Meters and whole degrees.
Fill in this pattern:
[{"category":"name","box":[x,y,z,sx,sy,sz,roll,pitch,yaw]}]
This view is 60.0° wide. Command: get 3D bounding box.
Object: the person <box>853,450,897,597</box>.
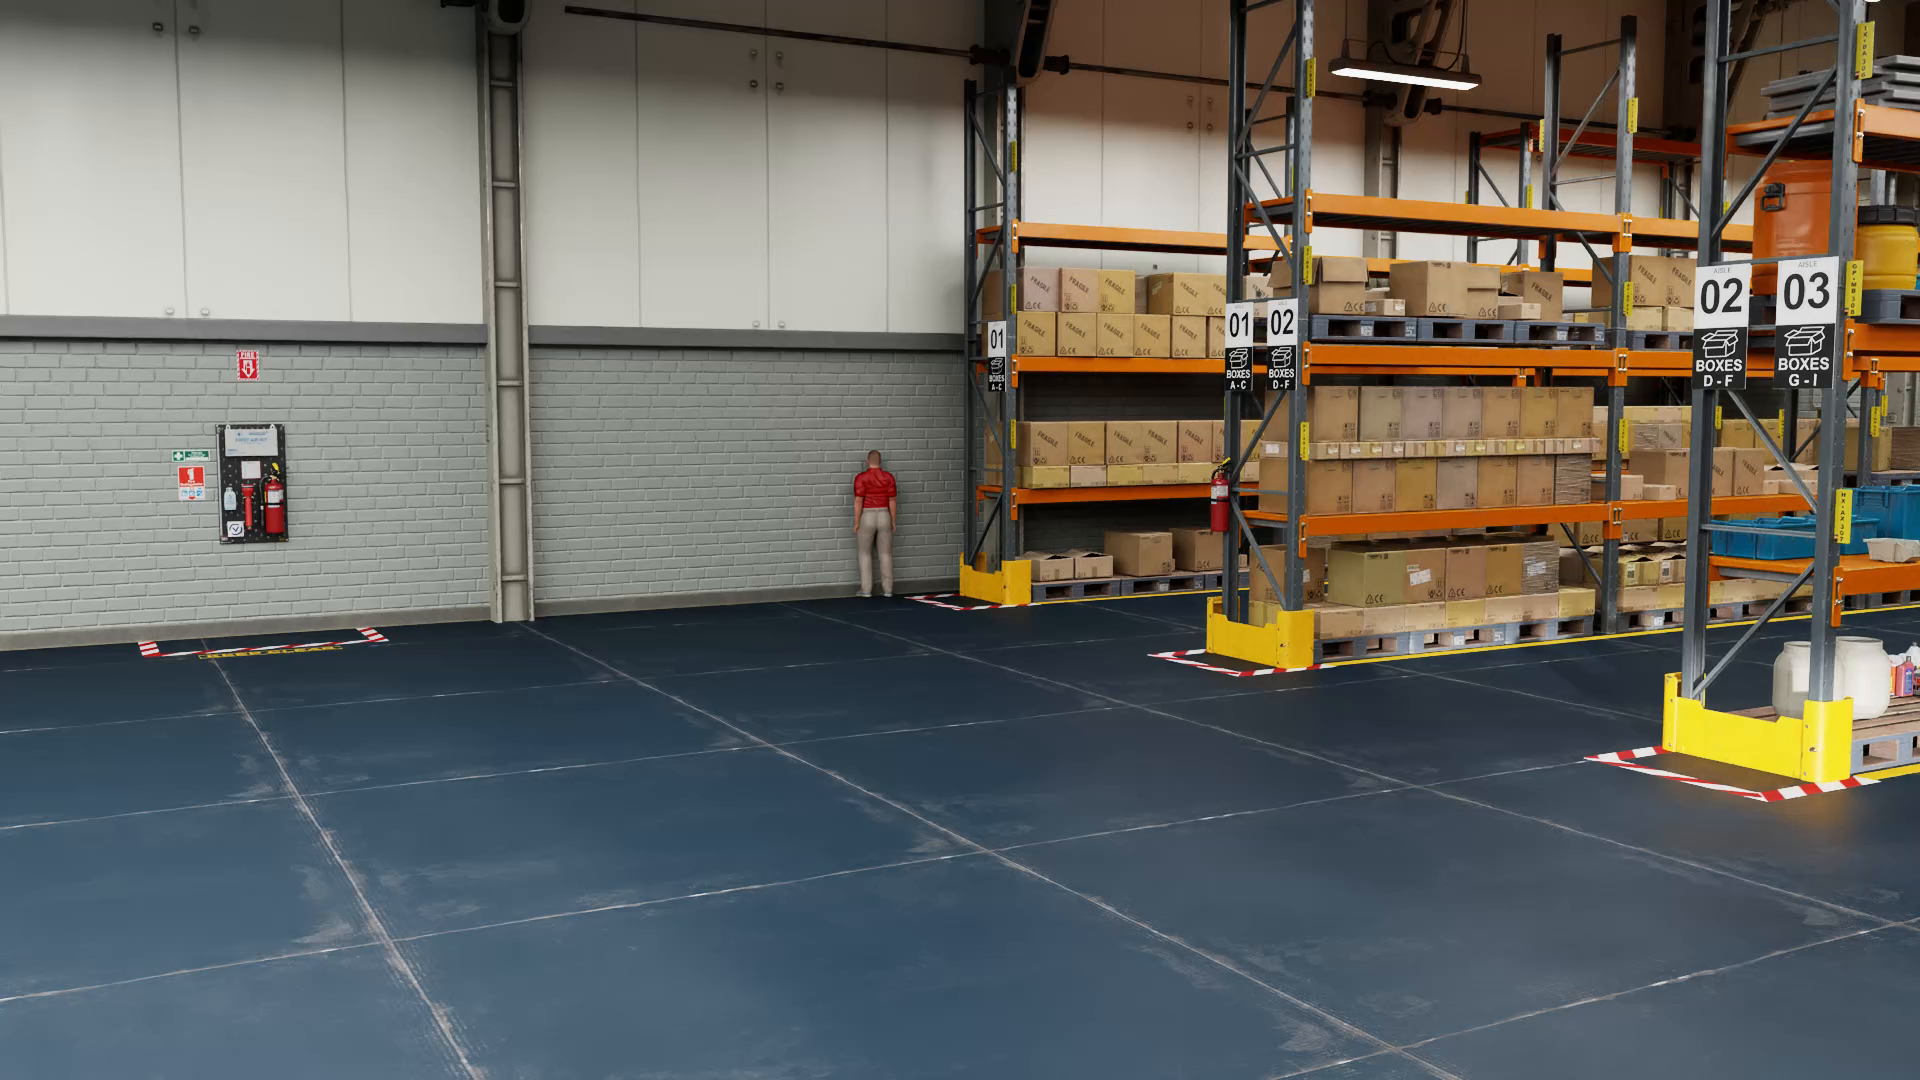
[{"category":"person","box":[-1.012,-0.192,19.538,0.525,1.731,0.364,-2,5,-20]}]
